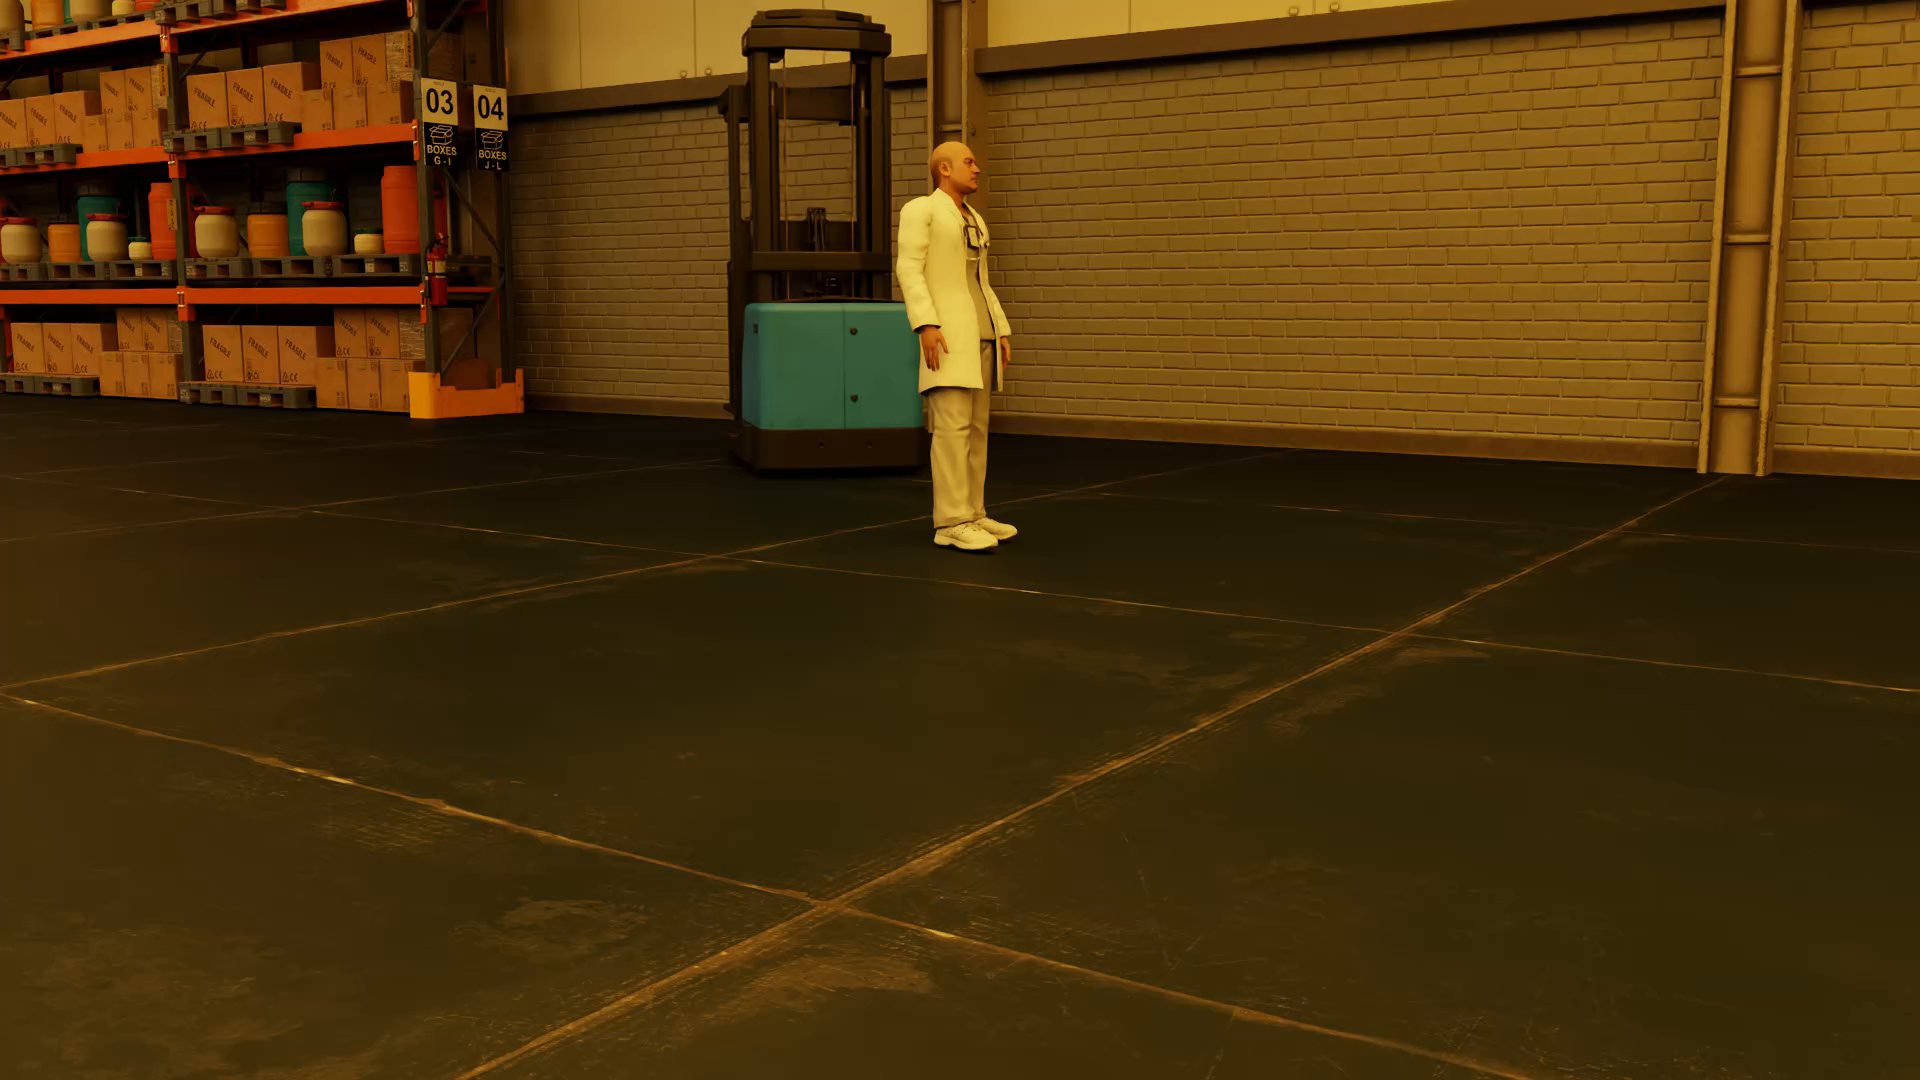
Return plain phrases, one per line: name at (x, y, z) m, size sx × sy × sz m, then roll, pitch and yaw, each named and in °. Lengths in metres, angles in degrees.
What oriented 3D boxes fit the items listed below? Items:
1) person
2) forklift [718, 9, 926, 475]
person at (0.074, -0.880, 7.424) m, size 0.578 × 1.777 × 0.698 m, roll 5°, pitch 10°, yaw 34°
forklift at (-1.064, -2.031, 11.473) m, size 1.130 × 2.935 × 3.031 m, roll -2°, pitch 8°, yaw -14°
